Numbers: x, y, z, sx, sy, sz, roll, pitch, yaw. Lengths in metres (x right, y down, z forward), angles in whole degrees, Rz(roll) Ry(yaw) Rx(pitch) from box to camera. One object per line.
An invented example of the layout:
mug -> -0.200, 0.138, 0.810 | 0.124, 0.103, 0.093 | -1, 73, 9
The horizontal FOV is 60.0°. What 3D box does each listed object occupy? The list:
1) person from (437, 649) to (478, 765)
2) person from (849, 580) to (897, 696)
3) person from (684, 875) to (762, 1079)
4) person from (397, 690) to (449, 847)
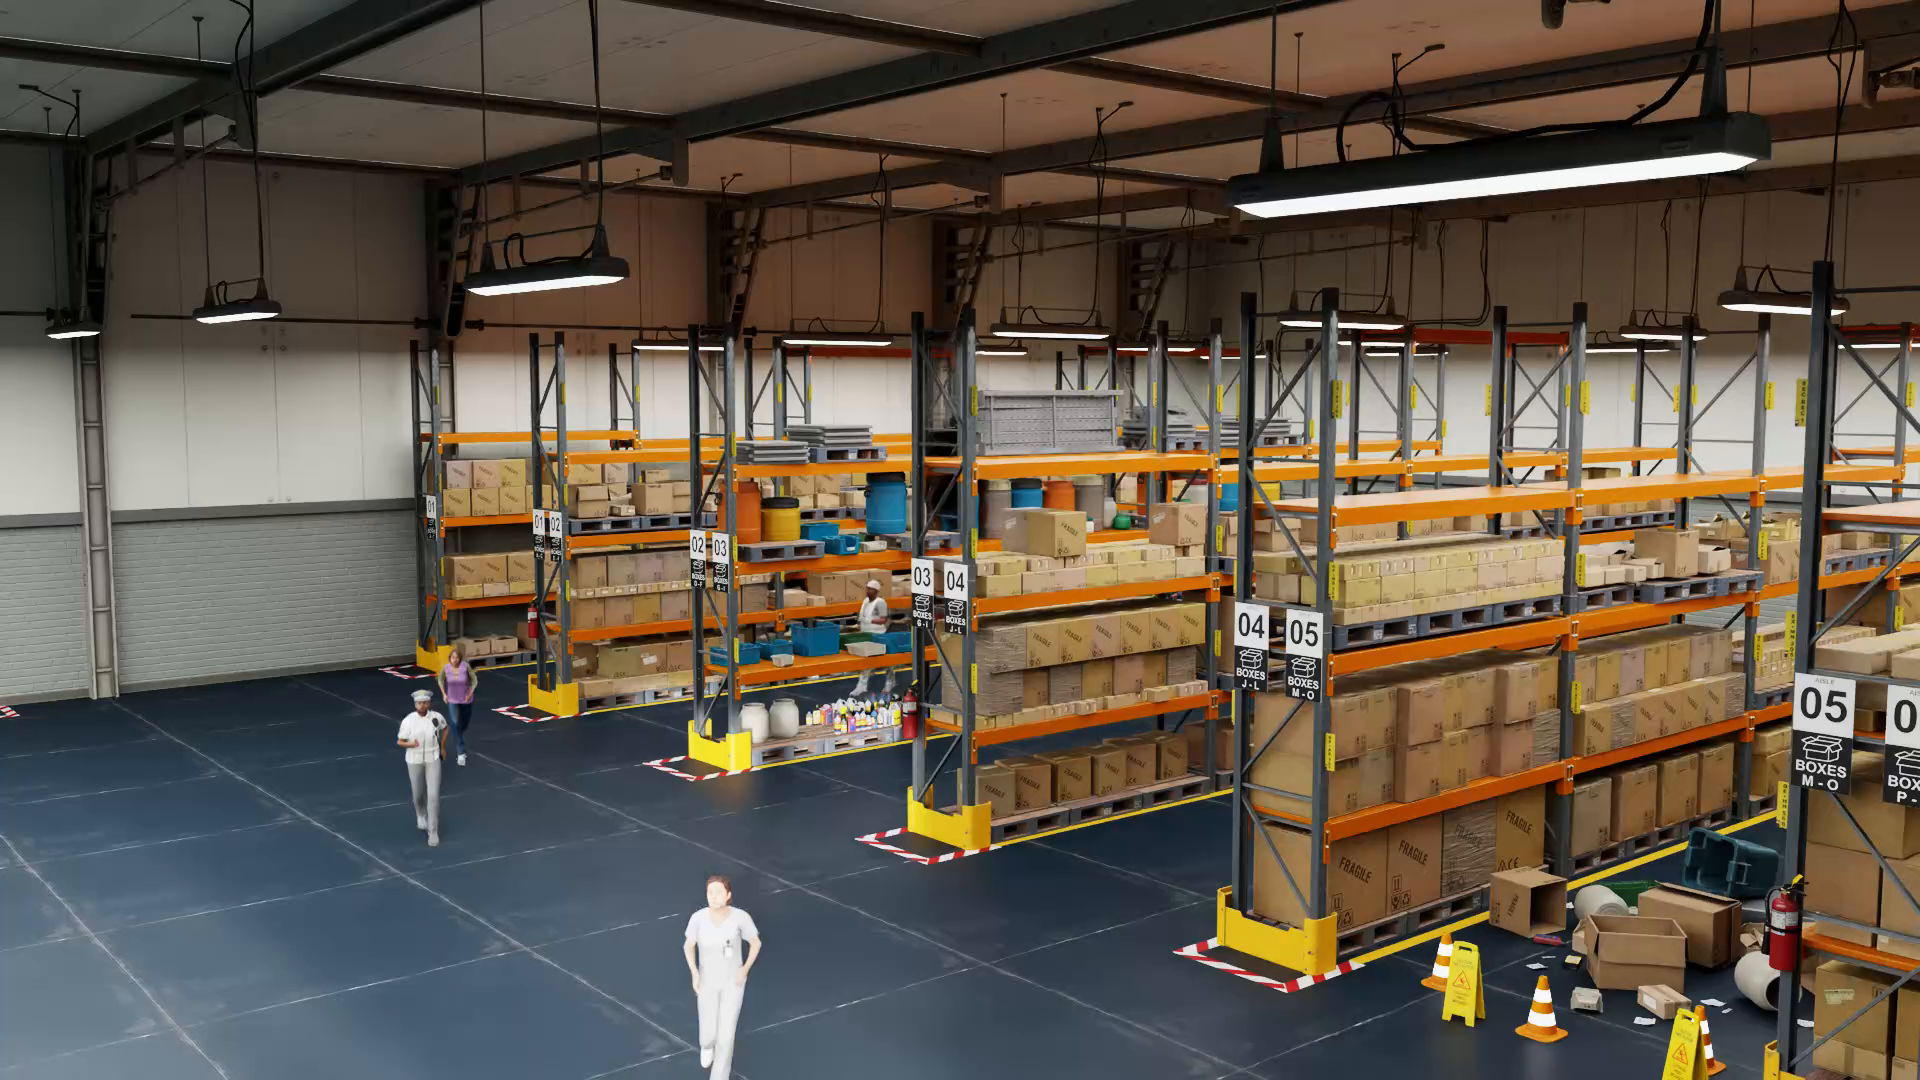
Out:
person -> -6.970, 2.262, 23.101 | 0.536, 1.586, 0.954 | -2, 6, -17
person -> -1.388, 1.542, 26.266 | 0.778, 1.824, 0.672 | -4, 7, -38
person -> -1.732, 3.238, 12.168 | 0.565, 1.643, 0.611 | 0, 5, -2
person -> -6.111, 2.550, 18.961 | 0.570, 1.718, 0.870 | -2, 6, -18
